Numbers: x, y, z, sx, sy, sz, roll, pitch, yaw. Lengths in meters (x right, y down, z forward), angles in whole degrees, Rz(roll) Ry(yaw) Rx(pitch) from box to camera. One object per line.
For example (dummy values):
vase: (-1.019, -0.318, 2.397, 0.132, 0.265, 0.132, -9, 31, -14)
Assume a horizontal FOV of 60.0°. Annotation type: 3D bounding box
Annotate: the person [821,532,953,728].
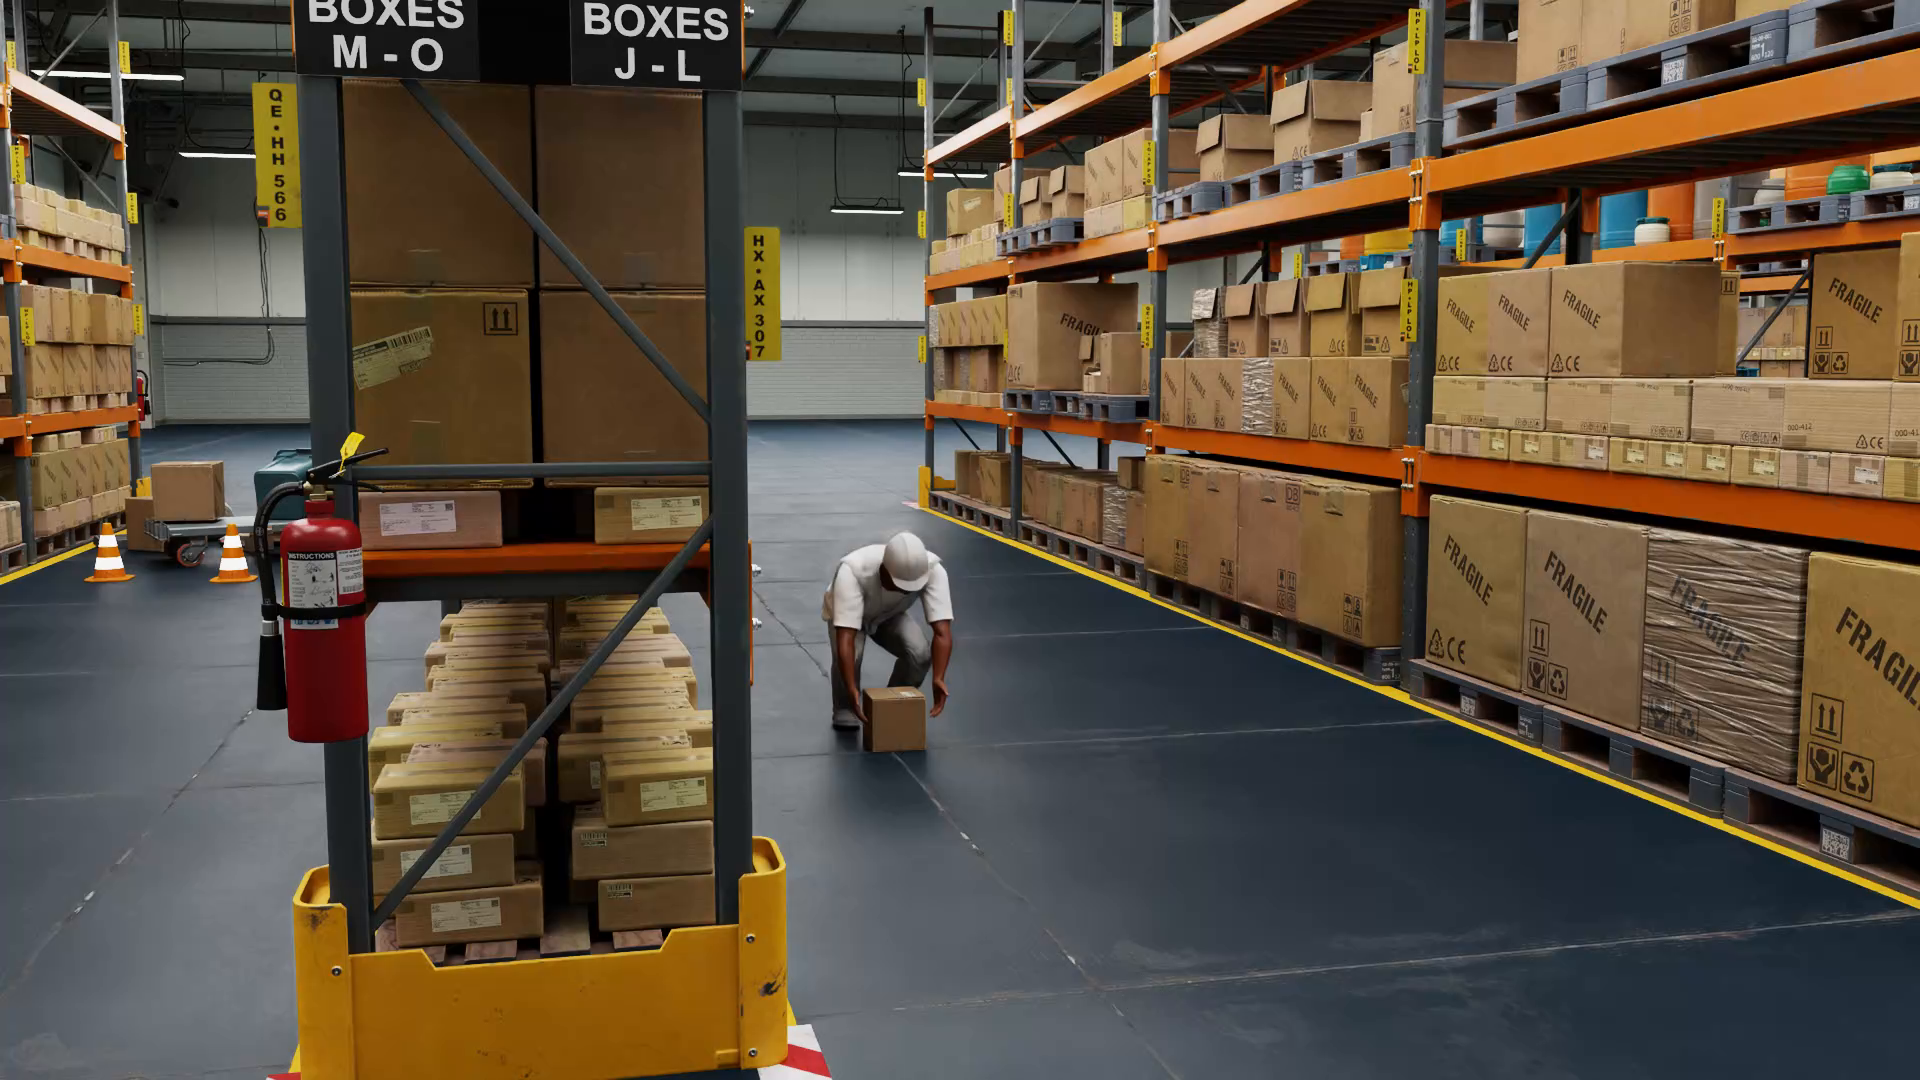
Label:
person: (-0.354, 0.424, 8.028, 0.584, 0.994, 0.894, -2, 6, -14)
